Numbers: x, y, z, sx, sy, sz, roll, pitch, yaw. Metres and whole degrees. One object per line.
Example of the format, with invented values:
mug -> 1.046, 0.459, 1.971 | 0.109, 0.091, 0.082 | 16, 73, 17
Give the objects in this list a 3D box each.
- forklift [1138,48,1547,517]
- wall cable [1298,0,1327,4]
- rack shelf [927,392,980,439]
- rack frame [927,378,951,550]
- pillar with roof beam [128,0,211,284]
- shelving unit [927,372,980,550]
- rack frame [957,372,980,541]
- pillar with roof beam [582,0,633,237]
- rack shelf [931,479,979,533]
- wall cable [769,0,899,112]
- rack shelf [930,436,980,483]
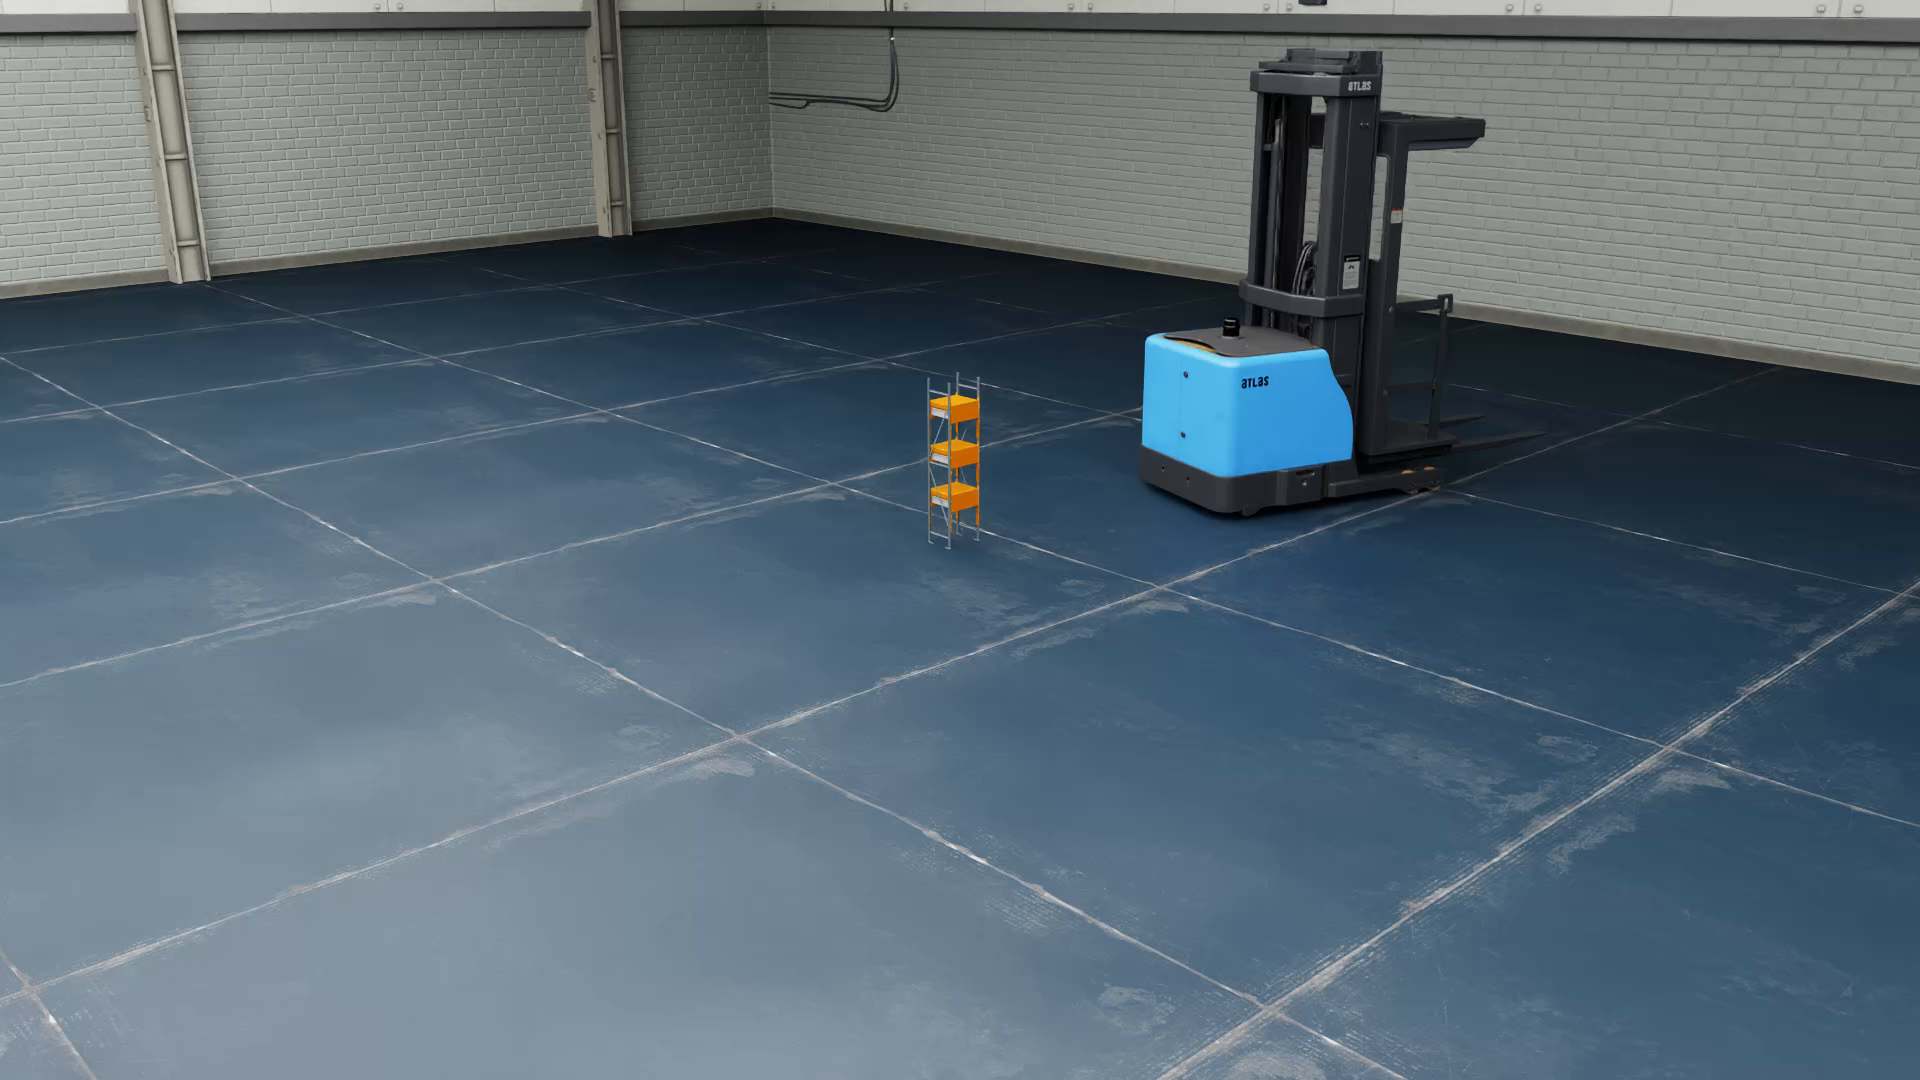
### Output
forklift -> 2.797, -1.845, 11.422 | 3.031, 2.935, 1.130 | -9, 20, -26
wall cable -> 4.555, -8.526, 16.677 | 0.169, 6.003, 2.305 | -16, 24, -41
rack shelf -> -0.039, -0.748, 10.204 | 0.240, 0.259, 0.215 | -16, 24, -41
rack frame -> -0.128, -0.462, 10.208 | 0.008, 1.050, 0.200 | -16, 24, -41
pillar with roof beam -> -6.407, -6.475, 15.865 | 0.400, 9.000, 9.100 | -16, 24, -41
shelving unit -> -0.039, -0.488, 10.288 | 0.252, 1.050, 0.215 | -16, 24, -41
rack frame -> 0.050, -0.514, 10.368 | 0.008, 1.050, 0.200 | -16, 24, -41
pillar with roof beam -> -2.048, -7.746, 19.786 | 0.400, 9.000, 9.100 | -16, 24, -41
rack shelf -> -0.039, -0.214, 10.377 | 0.240, 0.259, 0.215 | -16, 24, -41
wall cable -> -1.956, -7.562, 24.252 | 0.112, 2.526, 3.097 | -16, 24, -41
rack shelf -> -0.039, -0.478, 10.291 | 0.240, 0.259, 0.215 | -16, 24, -41
